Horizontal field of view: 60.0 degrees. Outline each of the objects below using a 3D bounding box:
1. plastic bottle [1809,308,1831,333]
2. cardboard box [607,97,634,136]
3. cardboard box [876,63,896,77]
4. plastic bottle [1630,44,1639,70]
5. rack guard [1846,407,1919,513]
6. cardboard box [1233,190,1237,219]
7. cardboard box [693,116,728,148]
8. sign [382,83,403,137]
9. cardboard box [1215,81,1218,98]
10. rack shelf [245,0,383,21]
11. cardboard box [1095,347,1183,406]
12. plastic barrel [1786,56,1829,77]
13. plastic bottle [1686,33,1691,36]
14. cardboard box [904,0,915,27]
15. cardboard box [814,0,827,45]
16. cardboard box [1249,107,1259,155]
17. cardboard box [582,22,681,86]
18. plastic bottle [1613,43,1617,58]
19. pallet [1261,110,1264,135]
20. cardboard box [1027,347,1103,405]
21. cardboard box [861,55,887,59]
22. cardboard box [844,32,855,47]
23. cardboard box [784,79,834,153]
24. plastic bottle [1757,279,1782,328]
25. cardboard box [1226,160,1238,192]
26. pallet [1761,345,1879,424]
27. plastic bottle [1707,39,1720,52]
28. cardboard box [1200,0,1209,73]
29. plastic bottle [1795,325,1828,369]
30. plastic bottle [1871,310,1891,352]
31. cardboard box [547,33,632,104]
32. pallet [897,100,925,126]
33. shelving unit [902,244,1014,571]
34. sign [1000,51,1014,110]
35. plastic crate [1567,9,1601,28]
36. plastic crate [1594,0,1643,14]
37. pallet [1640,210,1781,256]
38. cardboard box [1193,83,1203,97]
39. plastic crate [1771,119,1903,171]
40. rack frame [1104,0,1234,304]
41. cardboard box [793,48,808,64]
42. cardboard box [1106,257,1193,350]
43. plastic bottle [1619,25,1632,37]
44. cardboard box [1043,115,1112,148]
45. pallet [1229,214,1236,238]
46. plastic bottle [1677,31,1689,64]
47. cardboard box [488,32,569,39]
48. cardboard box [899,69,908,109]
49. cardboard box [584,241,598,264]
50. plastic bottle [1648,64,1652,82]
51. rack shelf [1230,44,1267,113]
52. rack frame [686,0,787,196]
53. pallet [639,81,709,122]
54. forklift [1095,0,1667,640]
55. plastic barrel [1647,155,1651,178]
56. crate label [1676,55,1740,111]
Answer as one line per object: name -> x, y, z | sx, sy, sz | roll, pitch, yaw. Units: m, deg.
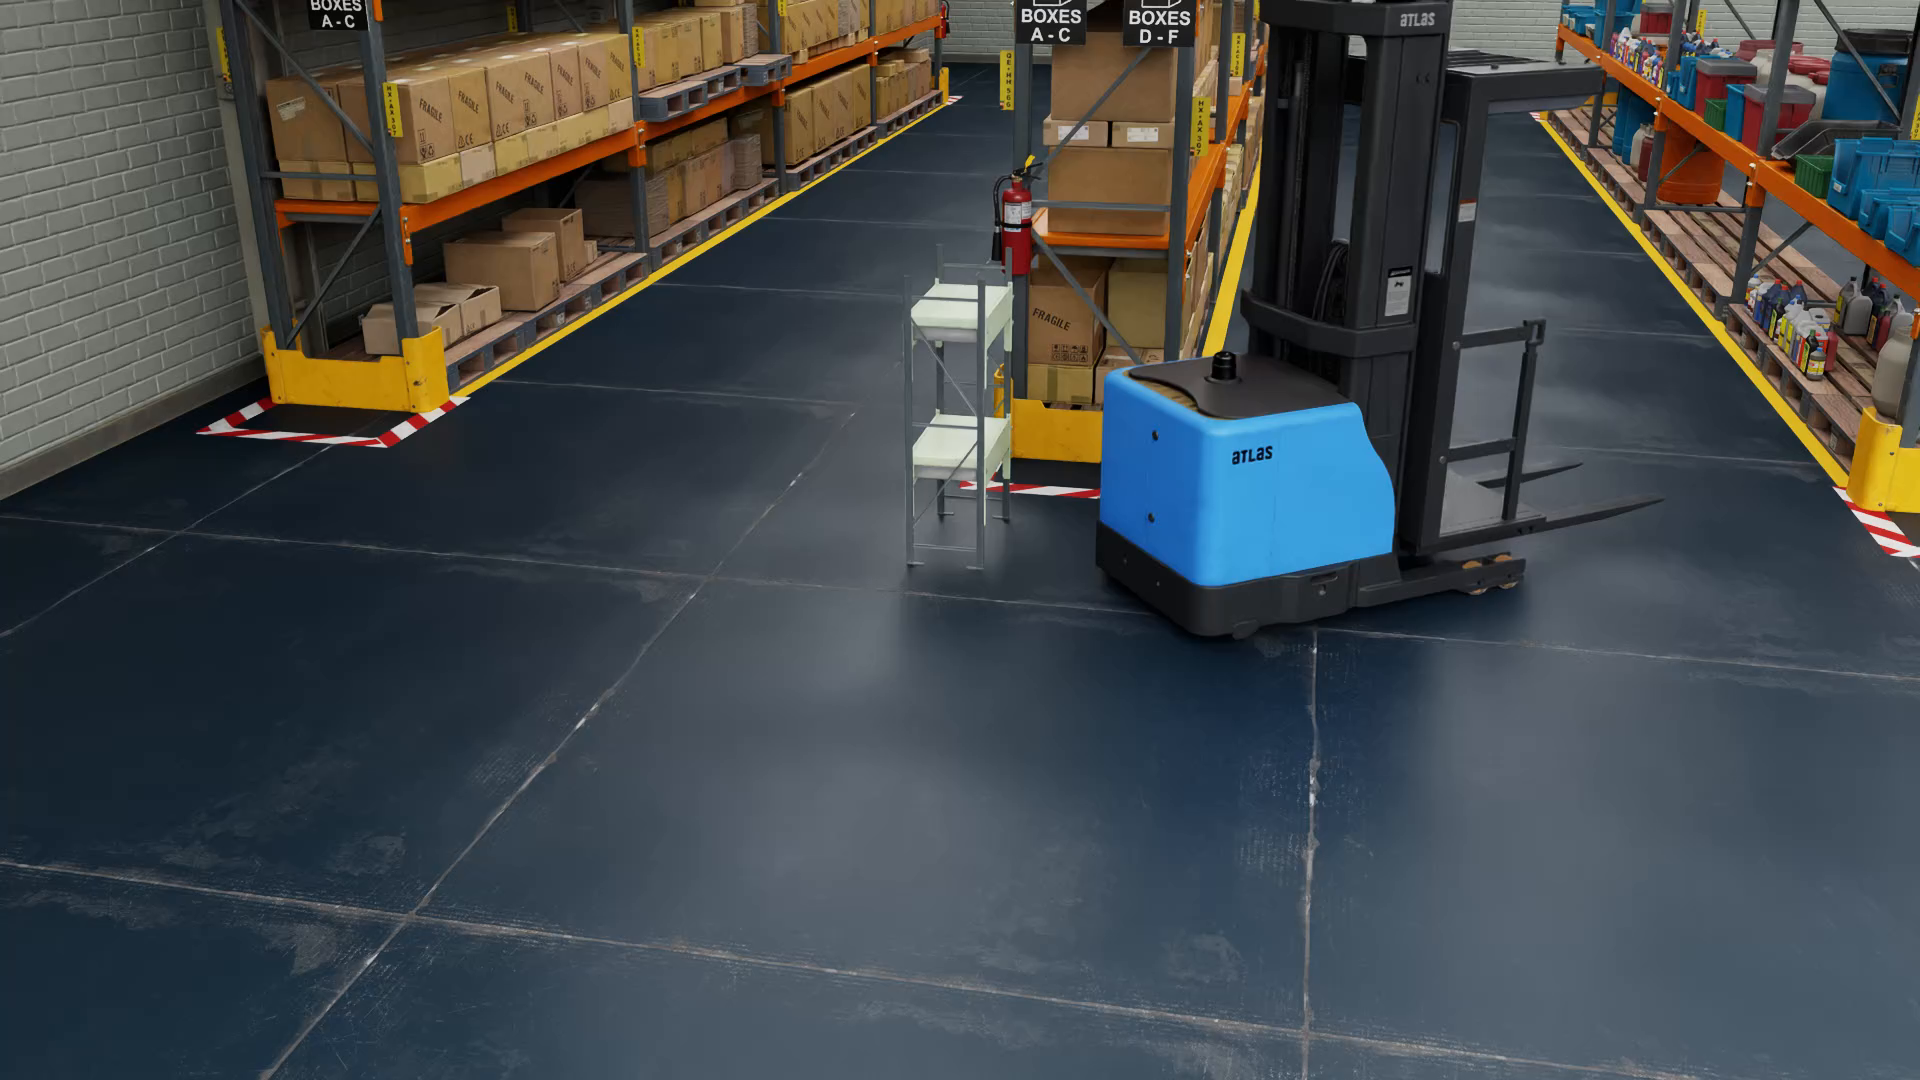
plastic bottle -> 5.925, -1.459, 11.518 | 0.152, 0.276, 0.135 | 4, 22, 11
cardboard box -> -3.027, -3.507, 13.720 | 0.500, 0.250, 0.500 | 5, 22, 11
cardboard box -> -1.094, -6.403, 22.652 | 0.380, 0.149, 0.250 | 5, 23, 13
plastic bottle -> 7.329, -5.235, 18.009 | 0.097, 0.271, 0.097 | 0, 22, 0
rack guard -> 5.624, -0.417, 9.221 | 1.175, 0.500, 0.348 | 4, 22, 11
cardboard box -> 2.363, -3.186, 15.868 | 0.500, 0.250, 0.500 | 5, 22, 12
cardboard box -> -2.685, -4.148, 16.891 | 0.500, 0.250, 0.500 | 5, 22, 12
sign -> -3.513, -2.661, 10.287 | 0.100, 0.325, 0.005 | 4, 22, 11
cardboard box -> 2.234, -4.263, 15.760 | 0.380, 0.149, 0.250 | 6, 23, 15
rack shelf -> -3.636, -4.090, 11.941 | 1.077, 0.370, 4.000 | 4, 22, 11
cardboard box -> 1.134, -1.023, 10.497 | 0.500, 0.250, 0.500 | 4, 22, 11
plastic barrel -> 7.119, -3.831, 14.169 | 0.433, 0.535, 0.433 | 0, 22, 0
plastic bottle -> 8.339, -5.708, 19.177 | 0.152, 0.276, 0.135 | 4, 22, 11
cardboard box -> -1.175, -7.559, 23.206 | 0.980, 0.700, 0.700 | 3, 22, 8
cardboard box -> -1.843, -5.951, 19.055 | 0.500, 0.500, 0.500 | 4, 22, 11
cardboard box -> 3.223, -4.792, 19.494 | 0.500, 0.500, 0.500 | 5, 22, 12
cardboard box -> -2.969, -4.402, 15.045 | 0.700, 0.500, 0.500 | 7, 23, 16
plastic bottle -> 7.578, -5.648, 19.129 | 0.097, 0.201, 0.097 | 0, 22, 0
pallet -> 3.643, -5.718, 22.770 | 1.003, 0.211, 1.213 | 4, 22, 11
cardboard box -> 0.627, -1.063, 10.595 | 0.500, 0.250, 0.500 | 4, 22, 11
cardboard box -> -1.251, -6.822, 23.693 | 0.380, 0.149, 0.250 | 5, 22, 11
cardboard box -> -1.509, -6.151, 20.419 | 0.380, 0.149, 0.250 | 4, 22, 11
cardboard box -> -1.948, -5.003, 19.576 | 0.750, 0.750, 0.750 | 4, 22, 11
plastic bottle -> 5.900, -1.720, 12.067 | 0.144, 0.351, 0.185 | 5, 22, 12
cardboard box -> 2.368, -3.445, 15.759 | 0.500, 0.311, 0.500 | 4, 22, 11
pallet -> 6.046, -1.025, 11.116 | 1.003, 0.211, 1.213 | 4, 22, 11
plastic bottle -> 8.011, -5.147, 17.685 | 0.144, 0.351, 0.185 | 4, 22, 11
cardboard box -> 1.436, -3.688, 12.125 | 0.700, 0.500, 0.500 | 4, 22, 11
plastic bottle -> 5.679, -1.281, 11.077 | 0.152, 0.276, 0.135 | 5, 22, 11
plastic bottle -> 6.375, -1.456, 11.500 | 0.061, 0.283, 0.133 | 4, 22, 11
cardboard box -> -3.021, -3.855, 13.580 | 0.500, 0.500, 0.500 | 4, 22, 11
pallet -> -1.117, -6.116, 23.756 | 1.003, 0.211, 1.213 | 4, 22, 11
shelving unit -> -0.001, -0.693, 8.567 | 0.431, 1.500, 0.755 | 4, 22, 11
sign -> 0.278, -2.618, 9.472 | 0.100, 0.325, 0.005 | 4, 22, 11
plastic crate -> 8.413, -7.041, 22.466 | 0.416, 0.233, 0.300 | 4, 22, 11
plastic crate -> 9.034, -7.305, 22.848 | 0.616, 0.435, 0.499 | 4, 22, 11
pallet -> 7.091, -2.898, 15.766 | 1.003, 0.211, 1.213 | 4, 22, 11
cardboard box -> 1.465, -3.057, 11.428 | 0.380, 0.149, 0.250 | 5, 23, 13
plastic crate -> 6.240, -2.798, 11.869 | 0.767, 0.338, 0.504 | 4, 22, 11
rack frame -> 1.623, -3.387, 13.249 | 1.000, 3.000, 0.127 | 4, 22, 11
cardboard box -> -1.920, -5.404, 18.567 | 0.380, 0.149, 0.250 | 5, 23, 13
cardboard box -> 1.234, -1.554, 10.811 | 0.500, 0.500, 0.500 | 4, 22, 11
plastic bottle -> 7.706, -5.793, 19.287 | 0.144, 0.351, 0.185 | 4, 22, 11
cardboard box -> 0.698, -2.426, 9.860 | 0.380, 0.149, 0.250 | 4, 22, 10
pallet -> 2.233, -3.259, 16.662 | 1.003, 0.211, 1.213 | 4, 22, 11
plastic bottle -> 8.057, -5.494, 18.545 | 0.144, 0.351, 0.185 | 4, 22, 11
cardboard box -> -3.528, -3.895, 13.681 | 0.500, 0.500, 0.500 | 4, 22, 10
cardboard box -> -1.130, -6.361, 23.418 | 0.700, 0.500, 0.500 | 5, 22, 12
cardboard box -> -3.307, -2.456, 14.139 | 0.380, 0.166, 0.250 | 2, 22, 4
plastic bottle -> 7.100, -4.792, 17.002 | 0.097, 0.201, 0.097 | 0, 22, 0
rack shelf -> 2.847, -5.248, 18.832 | 1.077, 0.370, 4.000 | 4, 22, 11
rack frame -> -2.411, -5.227, 17.816 | 1.000, 3.000, 0.127 | 4, 22, 11
pallet -> -2.929, -3.943, 14.886 | 1.003, 0.211, 1.213 | 4, 22, 11
forklift -> 2.241, -1.255, 8.047 | 3.031, 2.935, 1.130 | -10, 24, -23
plastic barrel -> 7.398, -3.906, 17.304 | 0.421, 0.512, 0.421 | 0, 22, 0
crate label -> 6.820, -4.145, 15.083 | 0.502, 0.435, 0.616 | 4, 22, 11
